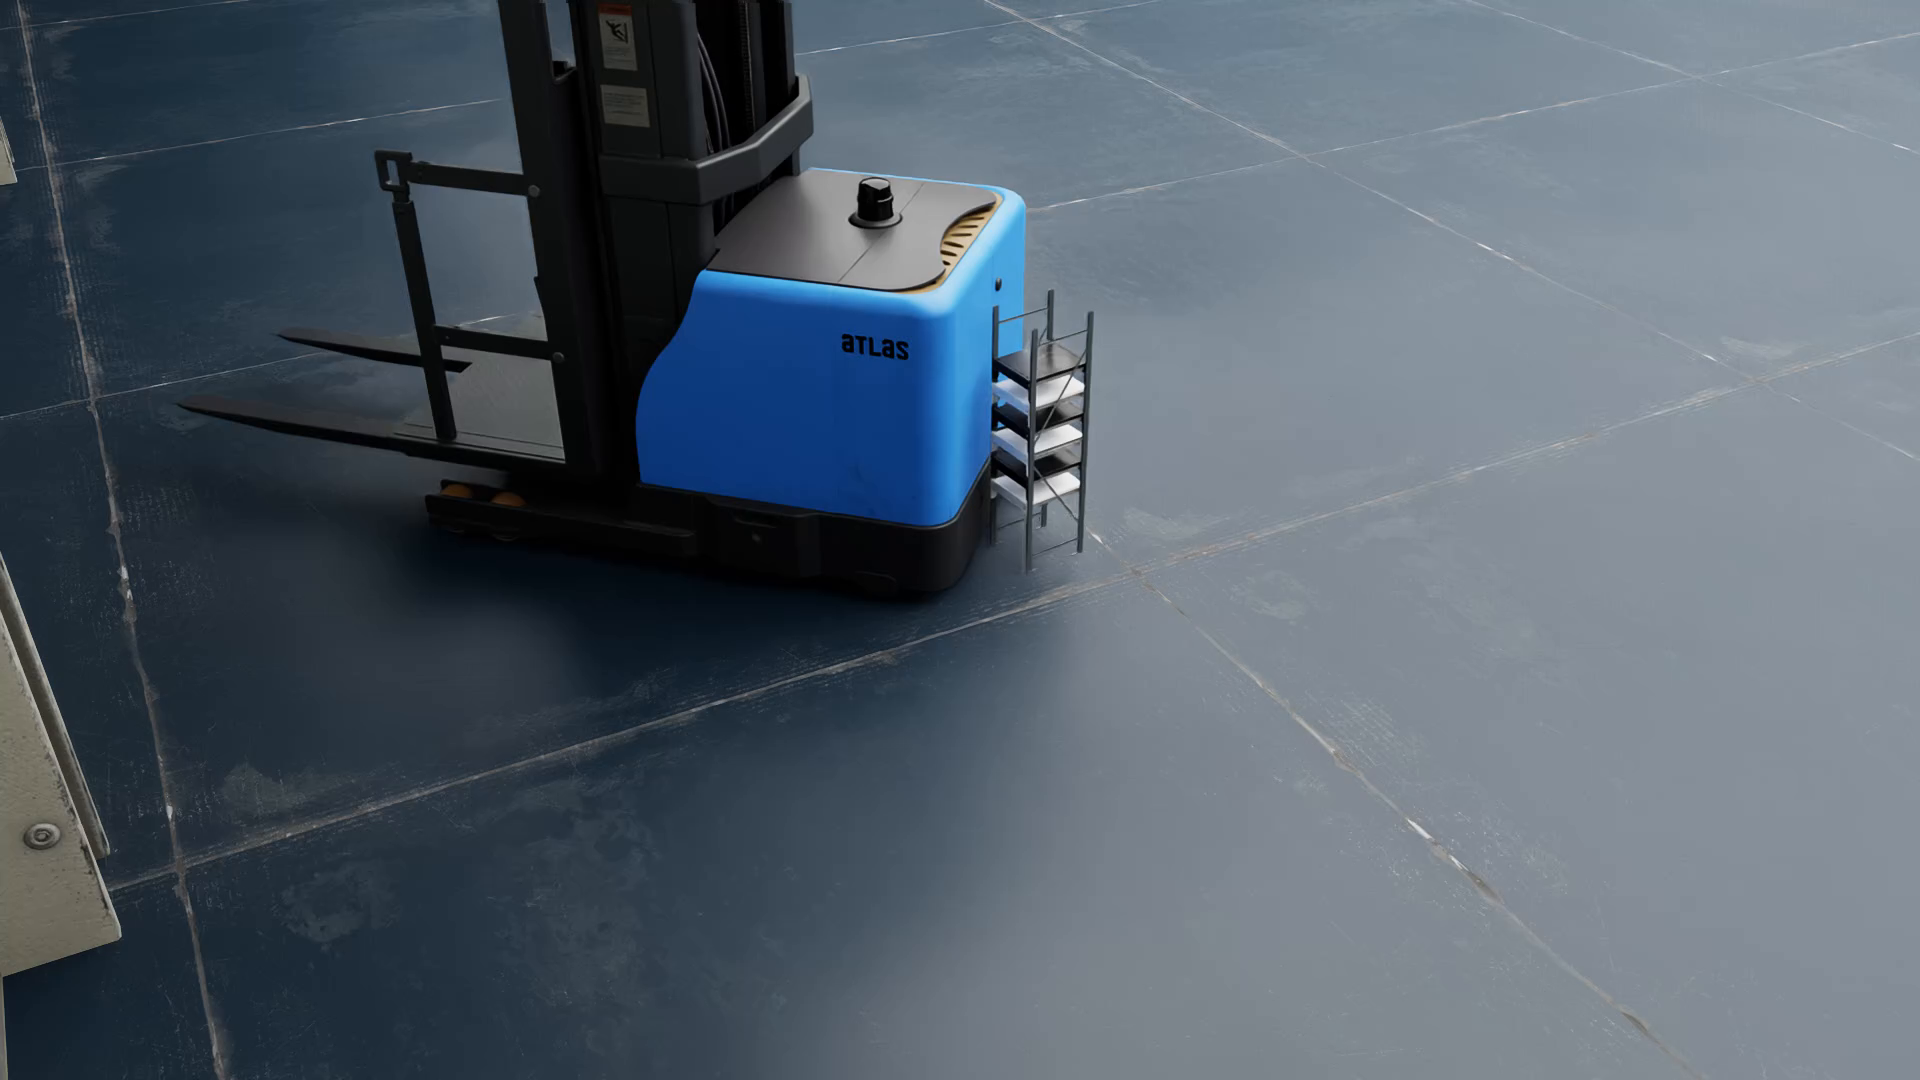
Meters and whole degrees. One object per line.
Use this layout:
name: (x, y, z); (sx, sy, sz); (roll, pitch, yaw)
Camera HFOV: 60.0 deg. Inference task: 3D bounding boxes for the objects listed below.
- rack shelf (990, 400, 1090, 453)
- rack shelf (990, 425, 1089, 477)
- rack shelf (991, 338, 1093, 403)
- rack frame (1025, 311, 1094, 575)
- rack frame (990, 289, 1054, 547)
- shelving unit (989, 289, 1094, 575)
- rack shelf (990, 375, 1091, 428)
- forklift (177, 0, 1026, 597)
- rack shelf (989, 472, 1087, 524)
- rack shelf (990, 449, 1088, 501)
rack shelf: (0.261, -0.394, 5.426); (0.258, 0.077, 0.200); (-20, 38, -29)
rack shelf: (0.261, -0.318, 5.474); (0.258, 0.077, 0.200); (-20, 38, -29)
rack shelf: (0.261, -0.545, 5.328); (0.258, 0.077, 0.200); (-20, 38, -29)
rack frame: (0.319, -0.301, 5.386); (0.240, 0.900, 0.006); (-20, 38, -29)
rack frame: (0.203, -0.391, 5.527); (0.240, 0.900, 0.006); (-20, 38, -29)
shelving unit: (0.261, -0.346, 5.456); (0.258, 0.900, 0.210); (-20, 38, -29)
rack shelf: (0.261, -0.470, 5.377); (0.258, 0.077, 0.200); (-20, 38, -29)
forklift: (-1.340, -1.493, 5.363); (3.031, 2.935, 1.130); (9, 34, 14)
rack shelf: (0.261, -0.167, 5.571); (0.258, 0.077, 0.200); (-20, 38, -29)
rack shelf: (0.261, -0.242, 5.523); (0.258, 0.077, 0.200); (-20, 38, -29)
